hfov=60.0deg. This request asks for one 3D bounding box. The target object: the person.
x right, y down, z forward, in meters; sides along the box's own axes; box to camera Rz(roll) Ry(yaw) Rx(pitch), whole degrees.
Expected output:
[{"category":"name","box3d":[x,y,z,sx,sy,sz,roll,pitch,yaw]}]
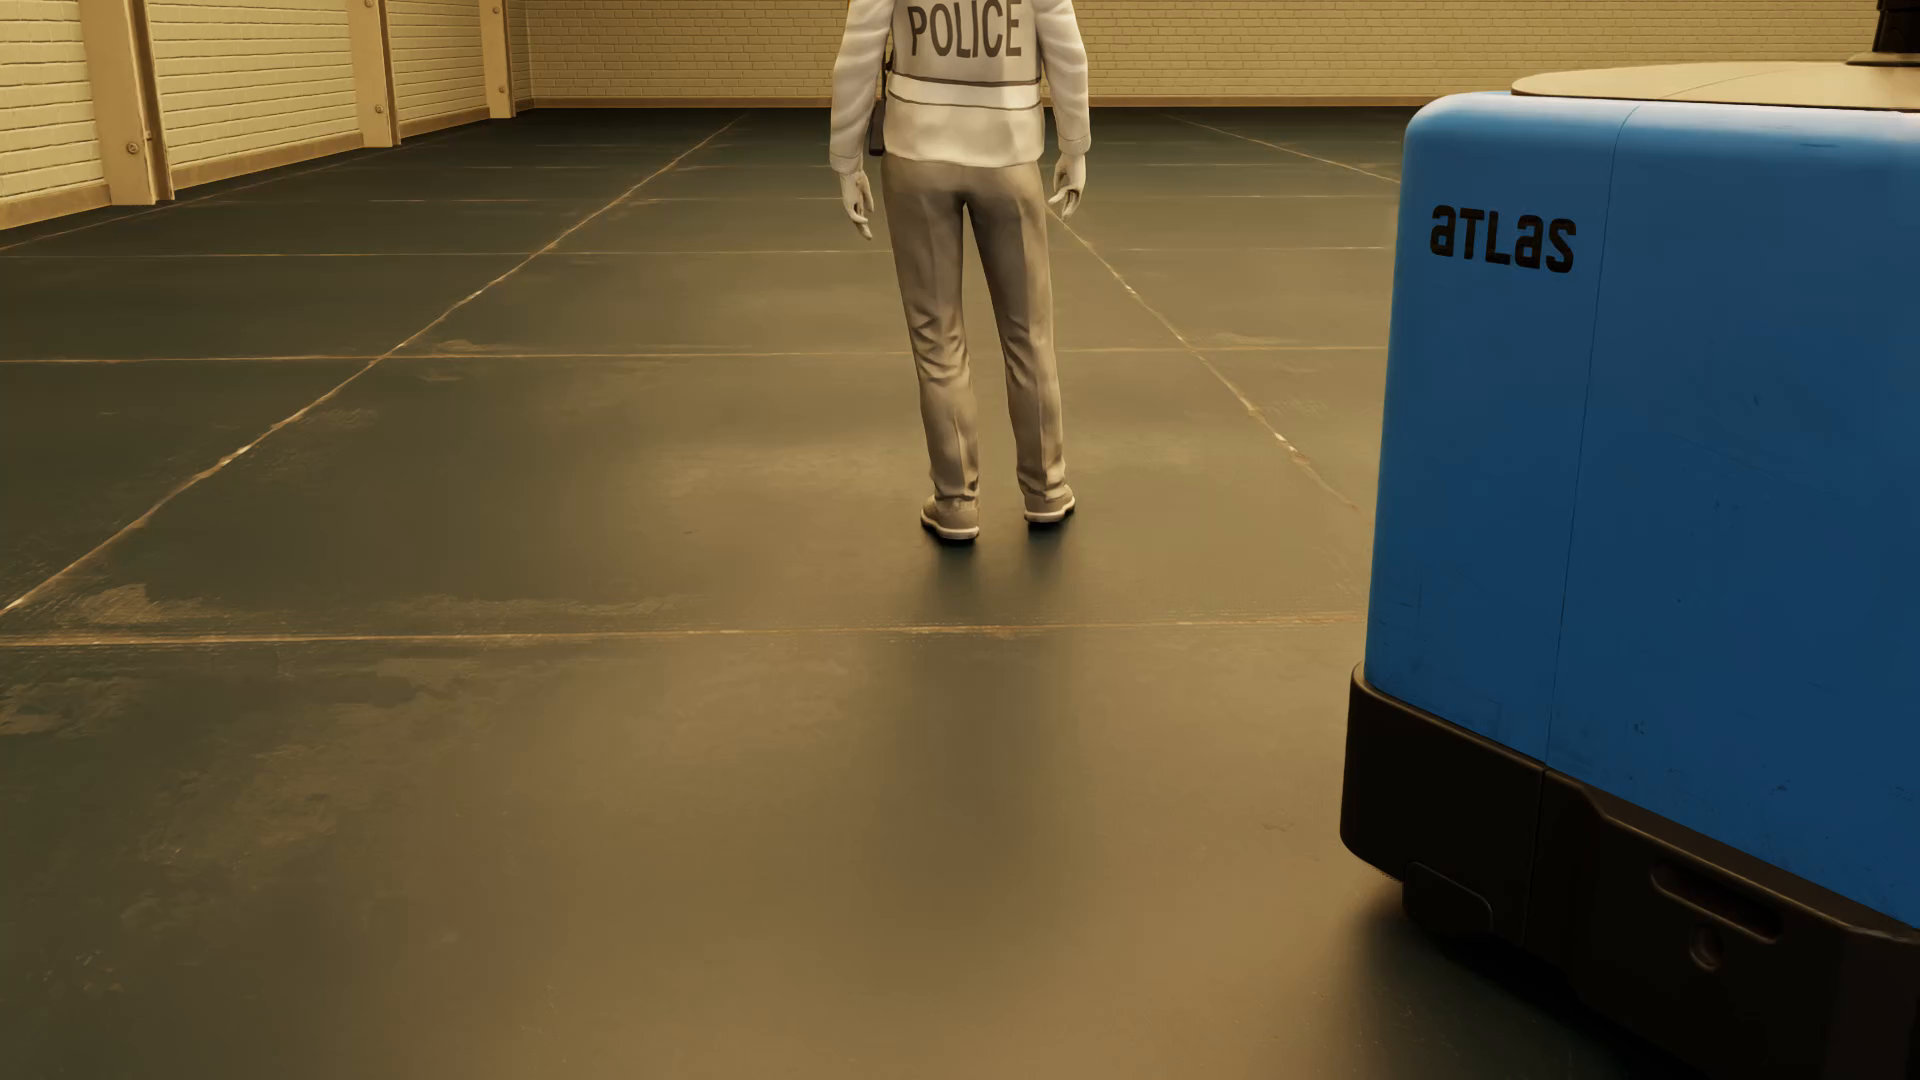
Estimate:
[{"category":"person","box3d":[0.003,-0.837,3.734,0.588,1.695,0.531,-1,17,-3]}]

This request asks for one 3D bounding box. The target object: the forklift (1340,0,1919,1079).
[{"category":"forklift","box3d":[1.733,-0.630,0.967,1.130,2.935,3.031,-10,20,-30]}]
